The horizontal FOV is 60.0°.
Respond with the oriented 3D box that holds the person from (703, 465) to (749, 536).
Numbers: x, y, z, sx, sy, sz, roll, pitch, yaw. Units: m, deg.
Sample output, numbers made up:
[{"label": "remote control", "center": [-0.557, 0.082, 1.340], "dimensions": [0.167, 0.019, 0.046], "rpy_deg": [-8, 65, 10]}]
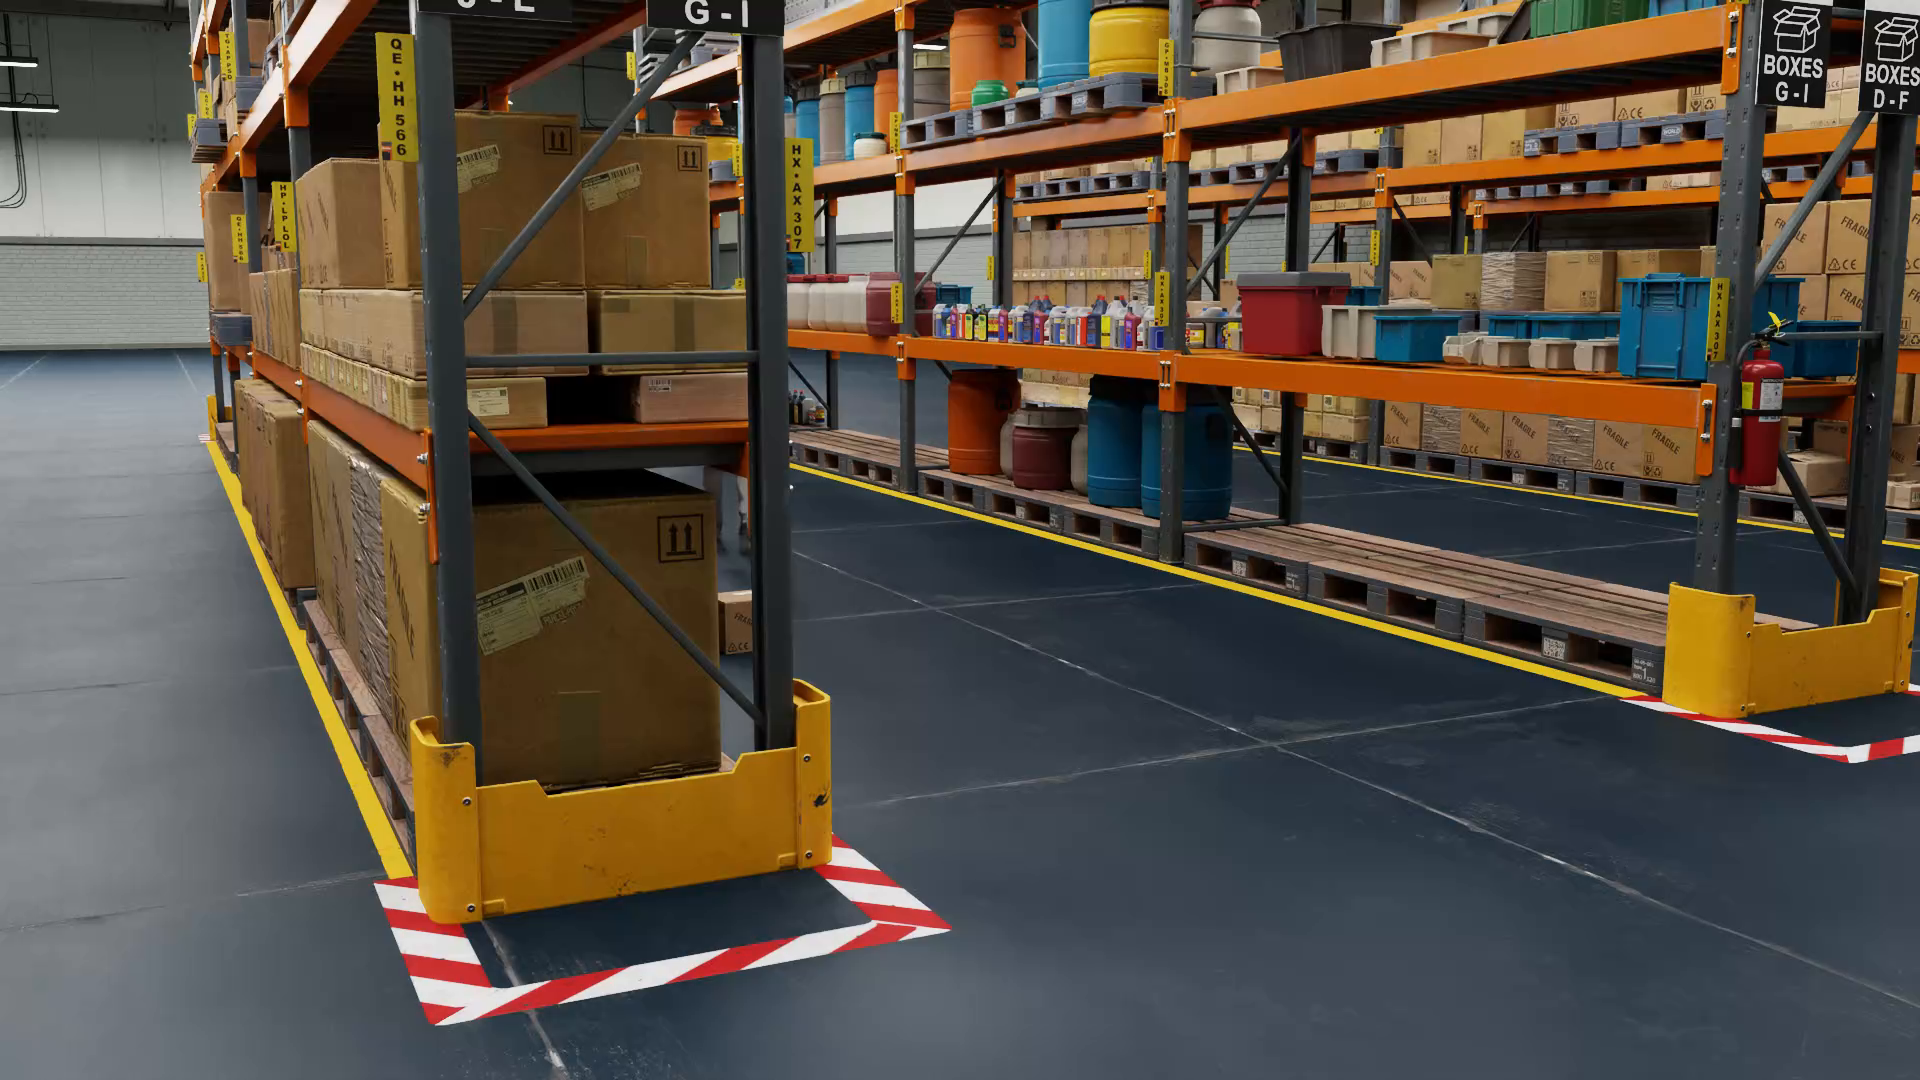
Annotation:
[{"label": "person", "center": [-1.551, -0.821, 11.111], "dimensions": [0.438, 1.651, 0.928], "rpy_deg": [-2, 9, -12]}]
